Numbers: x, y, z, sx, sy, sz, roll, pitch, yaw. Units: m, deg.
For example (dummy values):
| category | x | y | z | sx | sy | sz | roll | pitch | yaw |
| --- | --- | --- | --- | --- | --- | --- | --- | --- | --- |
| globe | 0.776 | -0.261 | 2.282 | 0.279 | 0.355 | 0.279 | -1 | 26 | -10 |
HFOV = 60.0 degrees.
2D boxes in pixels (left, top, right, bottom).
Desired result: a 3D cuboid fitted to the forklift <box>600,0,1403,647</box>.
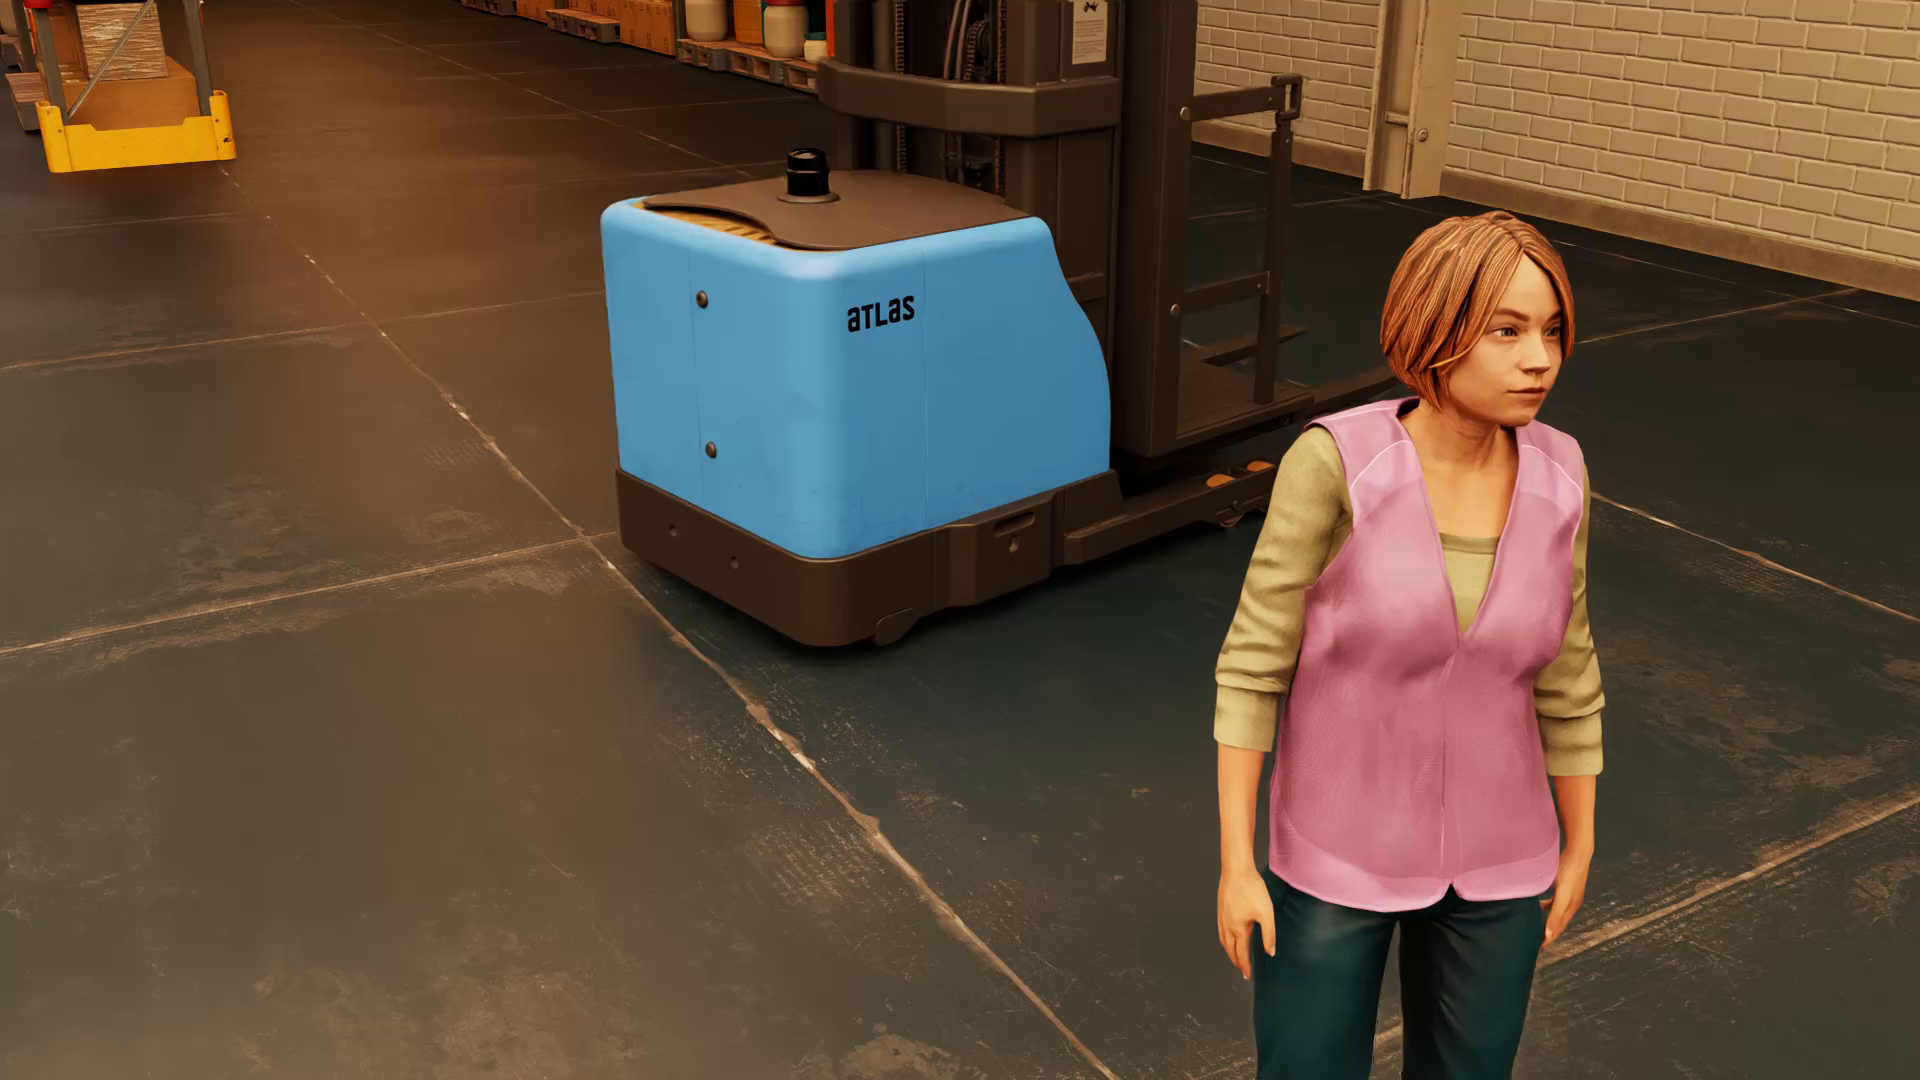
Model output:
| category | x | y | z | sx | sy | sz | roll | pitch | yaw |
| --- | --- | --- | --- | --- | --- | --- | --- | --- | --- |
| forklift | 0.429 | -1.527 | 4.995 | 3.031 | 2.935 | 1.130 | -19 | 29 | -38 |

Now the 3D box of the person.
| category | x | y | z | sx | sy | sz | roll | pitch | yaw |
| --- | --- | --- | --- | --- | --- | --- | --- | --- | --- |
| person | 0.549 | 0.431 | 1.990 | 0.497 | 1.611 | 0.419 | -3 | 23 | -8 |
